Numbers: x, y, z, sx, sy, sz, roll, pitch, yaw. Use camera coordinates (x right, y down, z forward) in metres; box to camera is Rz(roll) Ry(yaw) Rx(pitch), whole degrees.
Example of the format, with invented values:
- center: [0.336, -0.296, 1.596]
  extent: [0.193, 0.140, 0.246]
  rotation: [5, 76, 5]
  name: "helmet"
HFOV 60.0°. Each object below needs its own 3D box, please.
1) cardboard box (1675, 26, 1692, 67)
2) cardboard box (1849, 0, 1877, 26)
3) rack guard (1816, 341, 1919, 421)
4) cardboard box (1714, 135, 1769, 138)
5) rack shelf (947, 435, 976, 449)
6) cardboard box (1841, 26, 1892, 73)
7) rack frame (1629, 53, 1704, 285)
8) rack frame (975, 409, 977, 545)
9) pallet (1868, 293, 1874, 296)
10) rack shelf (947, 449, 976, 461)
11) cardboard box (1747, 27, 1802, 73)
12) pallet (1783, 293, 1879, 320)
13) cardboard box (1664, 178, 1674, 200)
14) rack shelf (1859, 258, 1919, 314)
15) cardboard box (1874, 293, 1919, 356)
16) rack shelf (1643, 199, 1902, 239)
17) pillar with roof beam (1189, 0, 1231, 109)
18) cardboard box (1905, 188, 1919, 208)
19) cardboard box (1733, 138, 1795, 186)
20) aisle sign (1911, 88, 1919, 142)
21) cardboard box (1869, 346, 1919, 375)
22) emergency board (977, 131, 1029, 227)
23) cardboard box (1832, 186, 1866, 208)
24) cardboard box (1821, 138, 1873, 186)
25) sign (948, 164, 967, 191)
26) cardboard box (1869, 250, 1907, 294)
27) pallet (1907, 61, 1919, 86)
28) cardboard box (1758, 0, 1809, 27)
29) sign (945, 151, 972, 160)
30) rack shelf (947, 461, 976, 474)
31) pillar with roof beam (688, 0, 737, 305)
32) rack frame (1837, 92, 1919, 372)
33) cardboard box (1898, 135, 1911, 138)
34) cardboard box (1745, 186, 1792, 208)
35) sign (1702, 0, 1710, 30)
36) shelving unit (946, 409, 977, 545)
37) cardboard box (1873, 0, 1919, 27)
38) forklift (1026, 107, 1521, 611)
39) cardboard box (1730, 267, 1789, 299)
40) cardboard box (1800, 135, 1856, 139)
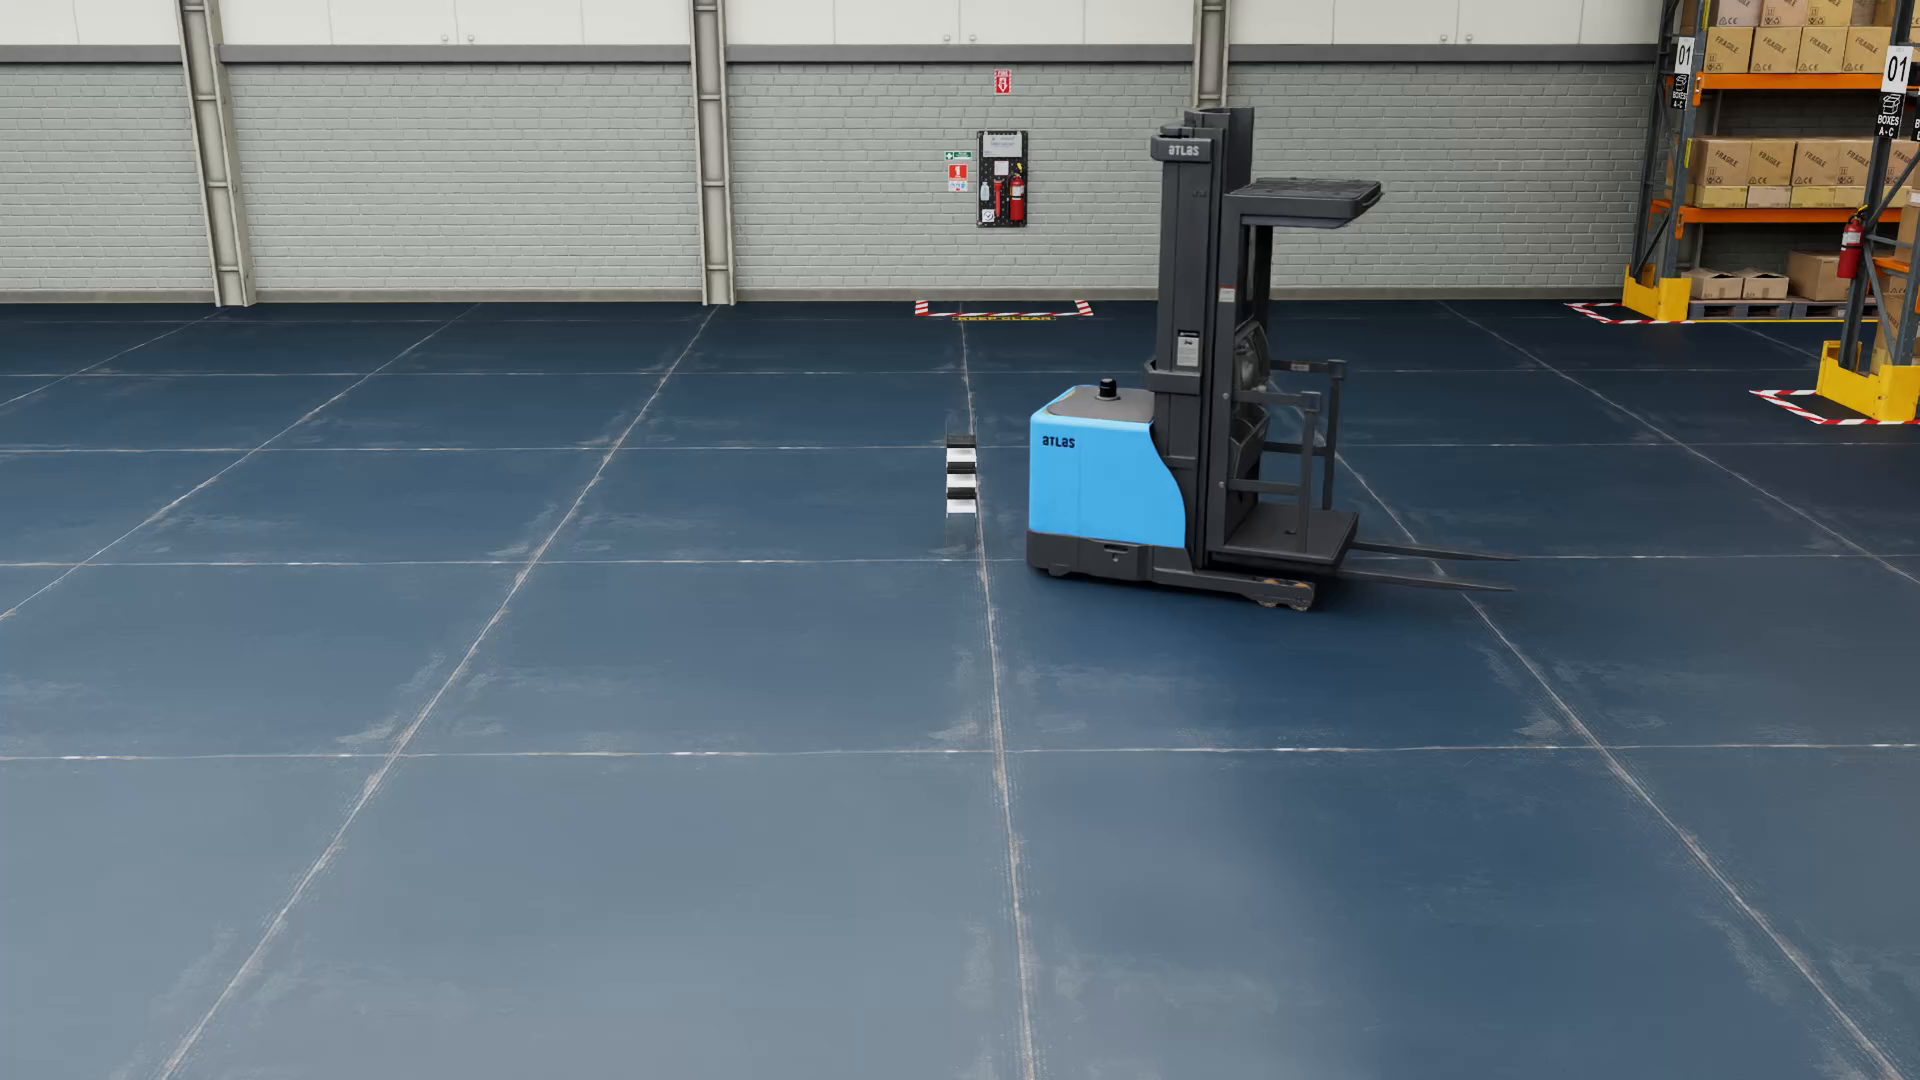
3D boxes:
- center: [8.727, -5.745, 19.440]
  extent: [0.500, 0.500, 0.500]
  rotation: [1, 18, 3]
  name: "cardboard box"
- center: [10.282, -6.226, 19.301]
  extent: [0.500, 0.500, 0.500]
  rotation: [0, 18, -1]
  name: "cardboard box"
- center: [8.371, -1.477, 15.334]
  extent: [0.348, 0.500, 1.175]
  rotation: [0, 18, -1]
  name: "rack guard"
- center: [9.285, -4.542, 19.782]
  extent: [0.500, 0.500, 0.500]
  rotation: [0, 18, 0]
  name: "cardboard box"
- center: [0.008, -0.654, 11.338]
  extent: [0.200, 0.077, 0.258]
  rotation: [0, 18, -1]
  name: "rack shelf"
- center: [10.244, -5.596, 18.974]
  extent: [0.500, 0.500, 0.500]
  rotation: [1, 18, 3]
  name: "cardboard box"
- center: [8.313, -4.181, 19.669]
  extent: [0.127, 3.000, 1.000]
  rotation: [0, 18, -1]
  name: "rack frame"
- center: [0.110, -0.429, 11.412]
  extent: [0.006, 0.900, 0.240]
  rotation: [0, 18, -1]
  name: "rack frame"
- center: [11.642, -2.858, 20.112]
  extent: [1.213, 0.211, 1.003]
  rotation: [0, 18, -1]
  name: "pallet"
- center: [0.008, -0.568, 11.365]
  extent: [0.200, 0.077, 0.258]
  rotation: [0, 18, -1]
  name: "rack shelf"
- center: [9.189, -5.583, 18.934]
  extent: [0.500, 0.500, 0.500]
  rotation: [1, 18, 3]
  name: "cardboard box"
- center: [10.419, -2.851, 20.090]
  extent: [1.213, 0.211, 1.003]
  rotation: [0, 18, -1]
  name: "pallet"
- center: [8.778, -4.180, 19.881]
  extent: [0.500, 0.250, 0.500]
  rotation: [0, 18, 0]
  name: "cardboard box"
- center: [10.395, -2.335, 15.093]
  extent: [4.000, 0.370, 1.077]
  rotation: [0, 18, -1]
  name: "rack shelf"
- center: [8.927, -2.009, 15.486]
  extent: [0.500, 0.500, 0.500]
  rotation: [0, 18, -1]
  name: "cardboard box"
- center: [10.313, -3.848, 19.809]
  extent: [4.000, 0.370, 1.077]
  rotation: [0, 18, -1]
  name: "rack shelf"
- center: [3.068, -5.961, 15.398]
  extent: [0.400, 9.000, 9.100]
  rotation: [0, 18, -1]
  name: "pillar with roof beam"
- center: [8.774, -3.084, 15.026]
  extent: [0.250, 0.149, 0.380]
  rotation: [-1, 18, -2]
  name: "cardboard box"
- center: [9.290, -4.386, 19.294]
  extent: [0.500, 0.500, 0.500]
  rotation: [0, 18, -1]
  name: "cardboard box"
- center: [8.335, -3.812, 14.263]
  extent: [0.004, 0.787, 0.394]
  rotation: [0, 18, -1]
  name: "aisle sign"
- center: [8.927, -1.651, 15.598]
  extent: [0.500, 0.250, 0.500]
  rotation: [0, 18, -1]
  name: "cardboard box"
- center: [0.529, -4.419, 20.412]
  extent: [0.643, 1.169, 0.194]
  rotation: [0, 18, -1]
  name: "emergency board"
- center: [10.340, -4.033, 19.423]
  extent: [0.500, 0.250, 0.500]
  rotation: [0, 18, 0]
  name: "cardboard box"
- center: [10.323, -4.392, 19.314]
  extent: [0.500, 0.500, 0.500]
  rotation: [0, 18, 1]
  name: "cardboard box"
- center: [-0.026, -4.465, 20.497]
  extent: [0.234, 0.329, 0.001]
  rotation: [0, 18, -1]
  name: "sign"
- center: [11.276, -3.202, 19.990]
  extent: [0.500, 0.500, 0.500]
  rotation: [-2, 18, -5]
  name: "cardboard box"
- center: [9.103, -4.049, 14.494]
  extent: [1.213, 0.211, 1.003]
  rotation: [0, 18, -1]
  name: "pallet"
- center: [9.205, -6.057, 18.774]
  extent: [0.500, 0.500, 0.500]
  rotation: [0, 18, -1]
  name: "cardboard box"
- center: [-0.021, -4.714, 20.407]
  extent: [0.331, 0.109, 0.001]
  rotation: [0, 18, -1]
  name: "sign"
- center: [0.008, -0.482, 11.393]
  extent: [0.200, 0.077, 0.258]
  rotation: [0, 18, -1]
  name: "rack shelf"
- center: [-2.931, -5.932, 15.308]
  extent: [0.400, 9.000, 9.100]
  rotation: [0, 18, -1]
  name: "pillar with roof beam"
- center: [8.395, -2.668, 14.953]
  extent: [0.127, 3.000, 1.000]
  rotation: [0, 18, -1]
  name: "rack frame"
- center: [11.322, -4.555, 19.822]
  extent: [0.500, 0.500, 0.500]
  rotation: [0, 18, -1]
  name: "cardboard box"
- center: [9.325, -4.031, 19.416]
  extent: [0.500, 0.250, 0.500]
  rotation: [-1, 18, -3]
  name: "cardboard box"
- center: [8.322, -5.859, 18.561]
  extent: [0.005, 0.325, 0.100]
  rotation: [0, 18, -1]
  name: "sign"
- center: [0.008, -0.429, 11.410]
  extent: [0.210, 0.900, 0.258]
  rotation: [0, 18, -1]
  name: "shelving unit"
- center: [10.746, -6.065, 18.798]
  extent: [0.500, 0.500, 0.500]
  rotation: [-1, 18, -3]
  name: "cardboard box"
- center: [2.004, -1.146, 10.321]
  extent: [3.031, 2.935, 1.130]
  rotation: [7, 19, 20]
  name: "forklift"
- center: [9.577, -3.088, 19.946]
  extent: [0.500, 0.311, 0.500]
  rotation: [1, 18, 4]
  name: "cardboard box"
- center: [10.305, -4.549, 19.802]
  extent: [0.500, 0.500, 0.500]
  rotation: [0, 18, 0]
  name: "cardboard box"
